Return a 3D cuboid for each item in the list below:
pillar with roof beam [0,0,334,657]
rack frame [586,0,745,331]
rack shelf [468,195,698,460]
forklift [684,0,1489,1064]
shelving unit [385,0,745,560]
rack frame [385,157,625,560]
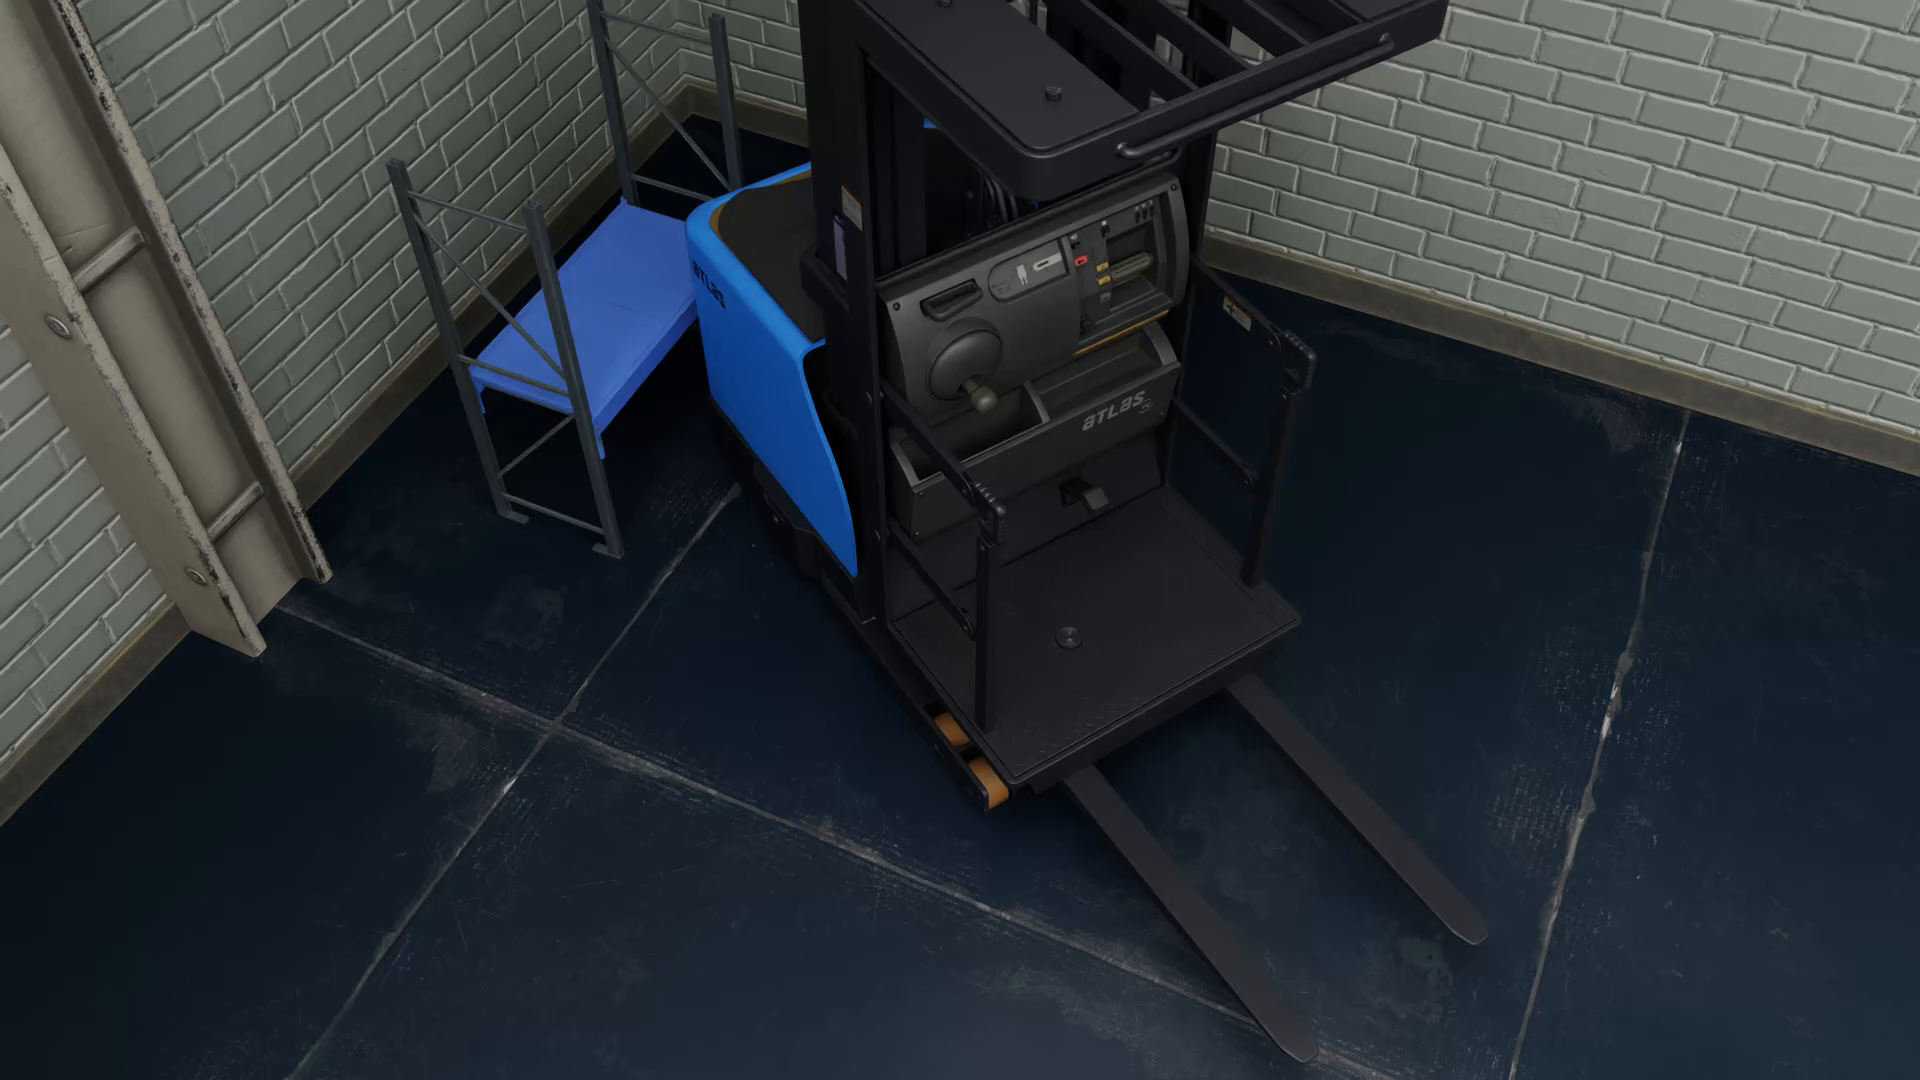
[{"bbox_3d":[1.543,-1.318,0.963,9.100,9.000,0.400,20,52,16],"label":"pillar with roof beam"},{"bbox_3d":[-0.965,-1.212,5.796,0.500,1.500,0.032,19,52,16],"label":"rack frame"},{"bbox_3d":[-1.175,-0.743,5.633,0.538,0.185,1.000,19,52,16],"label":"rack shelf"},{"bbox_3d":[0.340,-0.553,4.296,1.130,2.935,3.031,-26,55,-21],"label":"forklift"},{"bbox_3d":[-1.175,-0.860,5.496,0.538,1.500,1.048,19,52,16],"label":"shelving unit"},{"bbox_3d":[-1.385,-0.507,5.196,0.500,1.500,0.032,19,52,16],"label":"rack frame"}]
